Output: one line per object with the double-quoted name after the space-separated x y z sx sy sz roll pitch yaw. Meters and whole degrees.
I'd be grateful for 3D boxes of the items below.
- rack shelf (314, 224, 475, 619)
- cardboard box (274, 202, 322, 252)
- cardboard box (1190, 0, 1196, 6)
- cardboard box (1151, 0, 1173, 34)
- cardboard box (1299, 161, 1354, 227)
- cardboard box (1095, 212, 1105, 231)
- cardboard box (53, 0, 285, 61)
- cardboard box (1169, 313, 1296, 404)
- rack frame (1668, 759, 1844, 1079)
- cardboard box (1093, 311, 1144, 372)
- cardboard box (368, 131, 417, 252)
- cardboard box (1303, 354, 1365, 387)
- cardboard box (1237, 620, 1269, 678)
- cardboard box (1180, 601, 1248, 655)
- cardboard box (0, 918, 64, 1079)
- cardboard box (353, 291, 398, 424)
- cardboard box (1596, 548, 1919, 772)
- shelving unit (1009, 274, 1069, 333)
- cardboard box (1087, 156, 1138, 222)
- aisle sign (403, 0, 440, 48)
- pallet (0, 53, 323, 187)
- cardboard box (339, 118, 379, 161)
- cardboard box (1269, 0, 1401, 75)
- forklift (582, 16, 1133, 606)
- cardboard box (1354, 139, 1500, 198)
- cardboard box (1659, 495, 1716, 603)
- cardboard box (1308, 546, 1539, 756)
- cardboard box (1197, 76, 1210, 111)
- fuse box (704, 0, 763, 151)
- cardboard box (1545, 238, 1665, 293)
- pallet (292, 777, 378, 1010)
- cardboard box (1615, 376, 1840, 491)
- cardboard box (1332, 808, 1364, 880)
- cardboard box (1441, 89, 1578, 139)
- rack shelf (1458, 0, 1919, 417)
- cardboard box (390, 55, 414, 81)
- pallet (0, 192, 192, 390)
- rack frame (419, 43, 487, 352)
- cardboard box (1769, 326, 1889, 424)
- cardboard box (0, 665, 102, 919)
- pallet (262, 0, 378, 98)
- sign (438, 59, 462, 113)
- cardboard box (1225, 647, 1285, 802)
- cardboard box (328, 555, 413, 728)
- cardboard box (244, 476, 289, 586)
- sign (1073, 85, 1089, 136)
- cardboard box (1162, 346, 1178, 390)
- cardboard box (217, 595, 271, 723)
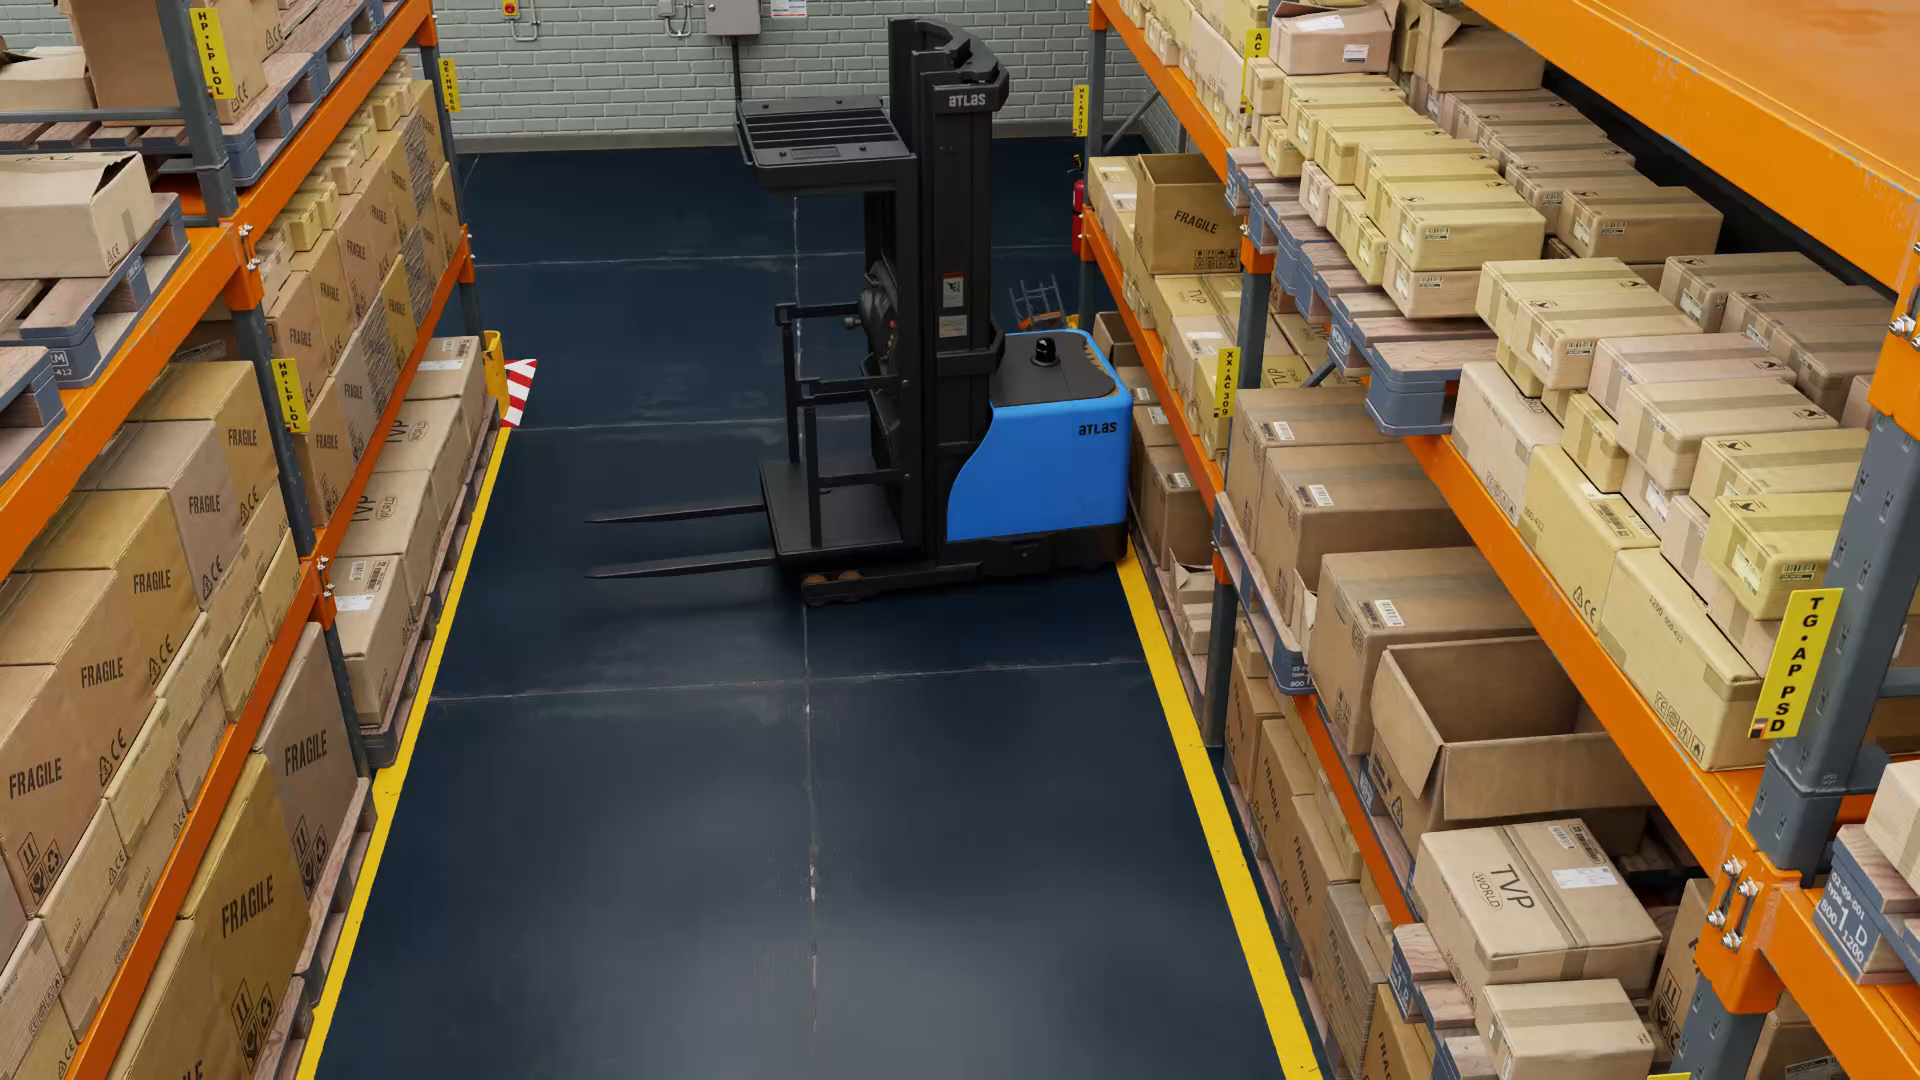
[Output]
-3.446 -0.802 8.870 1.077 0.370 4.000 -3 31 -5 "rack shelf"
-3.098 -1.403 7.468 0.380 0.149 0.250 -3 31 -5 "cardboard box"
1.300 -2.660 7.721 0.500 0.250 0.500 -2 31 -4 "cardboard box"
1.253 -2.700 8.276 0.500 0.250 0.500 -3 31 -5 "cardboard box"
1.364 -1.170 5.596 0.380 0.149 0.250 -2 31 -4 "cardboard box"
1.066 -2.083 10.558 0.380 0.149 0.250 -3 31 -5 "cardboard box"
-3.417 -2.332 7.197 0.797 0.503 0.637 0 31 -1 "cardboard box"
1.330 -0.897 8.182 0.500 0.250 0.500 -3 31 -4 "cardboard box"
2.056 1.712 3.958 1.000 3.000 0.127 -3 31 -5 "rack frame"
1.271 -1.164 10.798 0.797 0.503 0.637 -4 31 -7 "cardboard box"
-3.230 -1.852 8.852 0.500 0.500 0.500 -3 31 -5 "cardboard box"
1.905 -0.659 7.784 0.500 0.250 0.500 -3 31 -5 "cardboard box"
1.451 0.480 7.416 0.380 0.149 0.250 -1 31 -2 "cardboard box"
1.338 0.443 8.453 0.380 0.149 0.250 -4 31 -6 "cardboard box"
-2.734 1.267 4.362 0.500 0.250 0.500 -2 31 -3 "cardboard box"
-3.125 -0.897 8.228 0.500 0.500 0.500 -3 31 -4 "cardboard box"
1.766 0.239 3.647 0.500 0.250 0.500 -4 31 -6 "cardboard box"
0.606 -1.058 10.472 0.258 1.200 0.189 -14 -4 -22 "shelving unit"
1.083 -2.191 10.349 0.500 0.250 0.500 -3 31 -4 "cardboard box"
-3.331 -3.300 9.815 0.394 0.787 0.004 -3 31 -5 "aisle sign"
-3.325 -1.758 6.930 1.003 0.211 1.213 -3 31 -5 "pallet"
-3.226 -2.061 8.569 0.380 0.149 0.250 -2 31 -3 "cardboard box"
1.363 -1.868 6.071 0.396 0.266 0.258 -3 31 -5 "cardboard box"
-0.617 -1.193 8.889 3.031 2.935 1.130 -6 31 -10 "forklift"
1.483 -1.165 5.298 0.380 0.149 0.250 -2 31 -4 "cardboard box"
1.779 0.015 3.632 0.380 0.149 0.250 -3 31 -6 "cardboard box"
1.627 0.370 5.699 0.700 0.500 0.500 -3 31 -5 "cardboard box"
1.300 -2.068 7.606 0.380 0.149 0.250 -3 31 -5 "cardboard box"
-2.078 -4.483 15.587 0.539 1.711 0.414 -3 31 -5 "fuse box"
1.977 -0.795 4.969 0.380 0.149 0.250 -3 31 -4 "cardboard box"
-3.112 1.497 7.037 1.003 0.211 1.213 -3 31 -5 "pallet"
1.735 -0.244 3.775 0.380 0.149 0.250 -4 31 -6 "cardboard box"
1.635 1.144 6.305 0.380 0.149 0.250 -2 31 -3 "cardboard box"
1.905 -1.456 5.785 0.380 0.149 0.250 -3 31 -6 "cardboard box"
1.869 -1.404 4.416 1.077 0.370 4.000 -3 31 -5 "rack shelf"
-3.400 -2.709 9.656 0.380 0.149 0.250 -2 31 -4 "cardboard box"
-3.124 -0.830 5.476 0.805 0.209 1.217 -4 31 -7 "pallet"
-3.633 -2.132 10.395 1.000 3.000 0.127 -3 31 -5 "rack frame"
2.205 -0.402 4.041 0.380 0.149 0.250 -2 31 -3 "cardboard box"
-2.777 0.699 4.583 0.500 0.500 0.500 -2 31 -3 "cardboard box"
-3.436 -2.380 7.970 1.003 0.211 1.213 -3 31 -5 "pallet"
-3.091 -2.750 10.069 0.100 0.325 0.005 -3 31 -5 "sign"
1.504 0.821 7.479 0.500 0.500 0.500 -1 31 -2 "cardboard box"
-3.211 0.504 8.070 0.875 0.438 0.875 -3 31 -5 "cardboard box"
-2.976 -0.027 6.529 0.500 0.250 0.500 -3 31 -5 "cardboard box"
0.768 -2.718 10.531 0.100 0.325 0.005 -3 31 -5 "sign"
1.257 -0.900 8.577 0.380 0.149 0.250 -3 31 -5 "cardboard box"
-2.920 0.451 6.216 0.500 0.250 0.500 -3 31 -5 "cardboard box"
